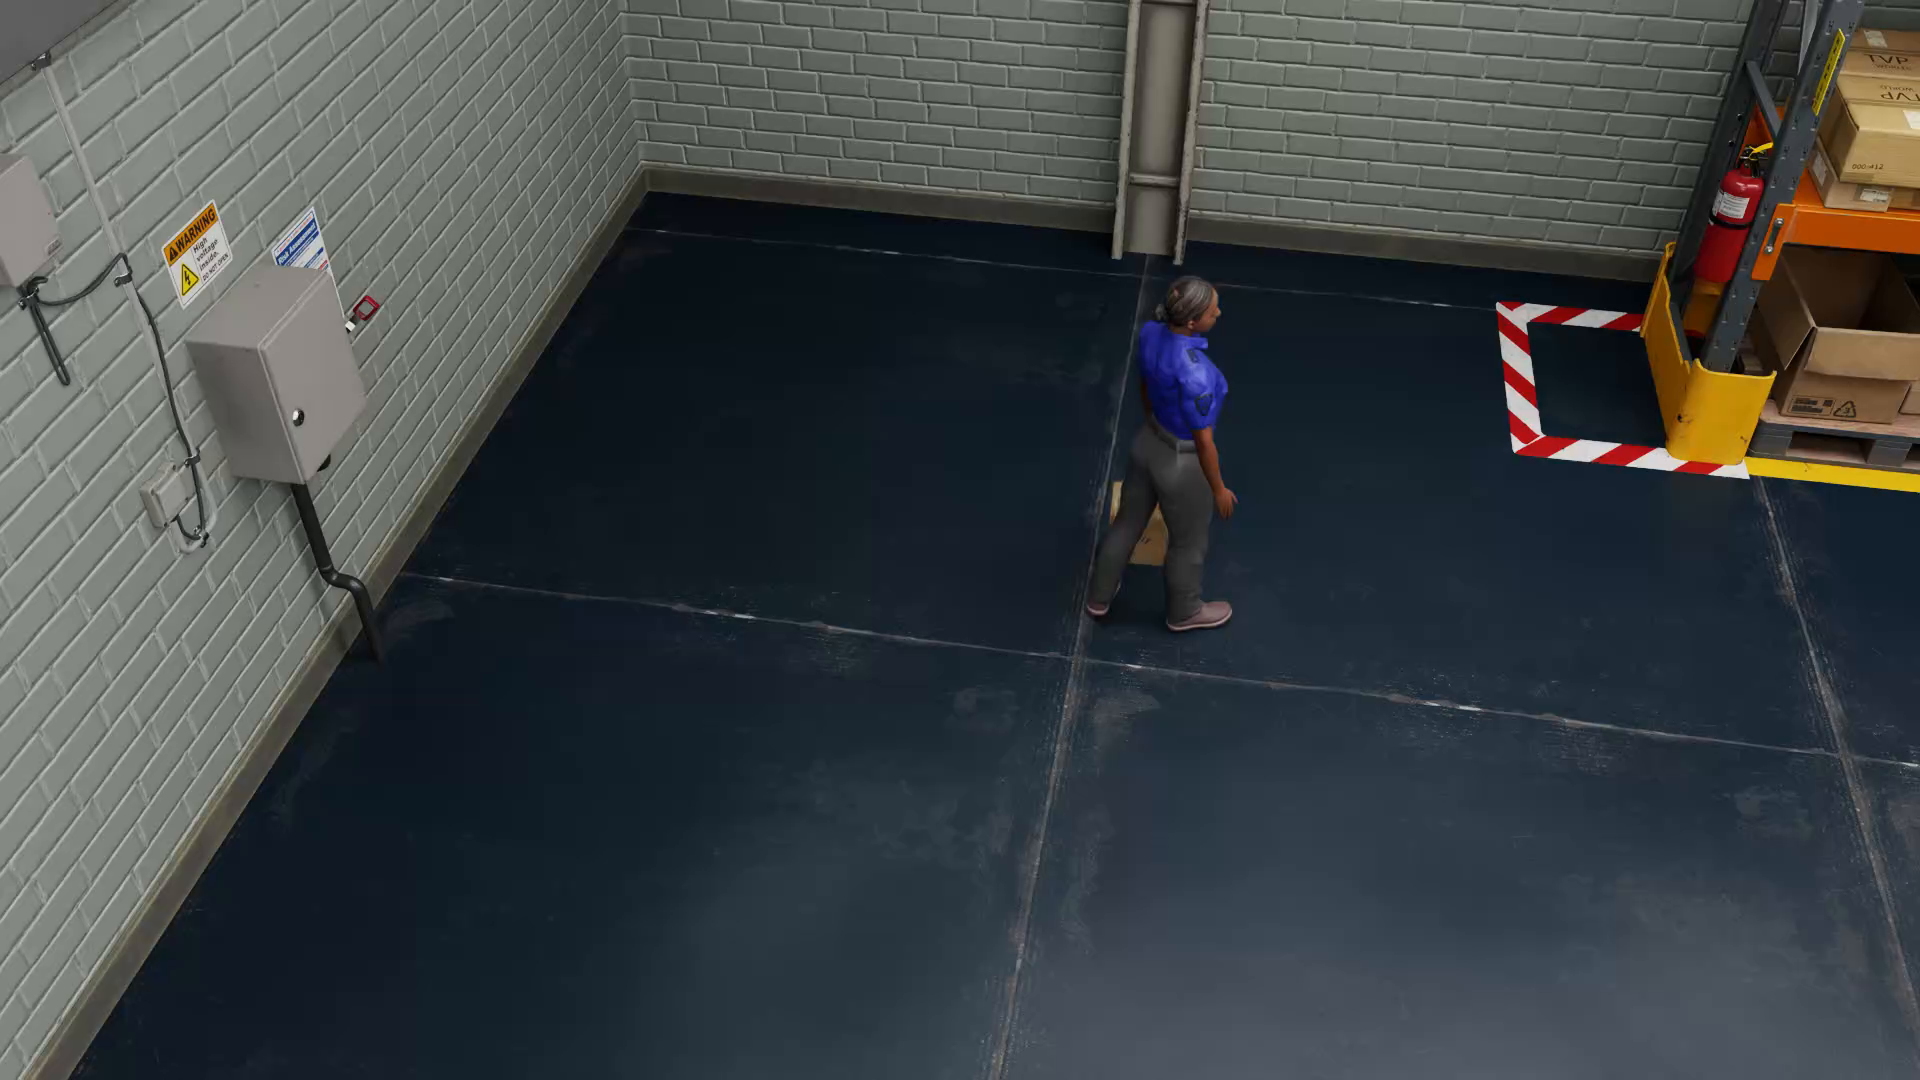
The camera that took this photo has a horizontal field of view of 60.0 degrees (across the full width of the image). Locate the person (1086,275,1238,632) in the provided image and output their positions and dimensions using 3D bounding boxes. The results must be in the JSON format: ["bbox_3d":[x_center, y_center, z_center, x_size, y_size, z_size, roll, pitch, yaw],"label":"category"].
[{"bbox_3d":[0.839,-0.315,6.518,0.554,1.653,0.609,-19,44,-21],"label":"person"}]
